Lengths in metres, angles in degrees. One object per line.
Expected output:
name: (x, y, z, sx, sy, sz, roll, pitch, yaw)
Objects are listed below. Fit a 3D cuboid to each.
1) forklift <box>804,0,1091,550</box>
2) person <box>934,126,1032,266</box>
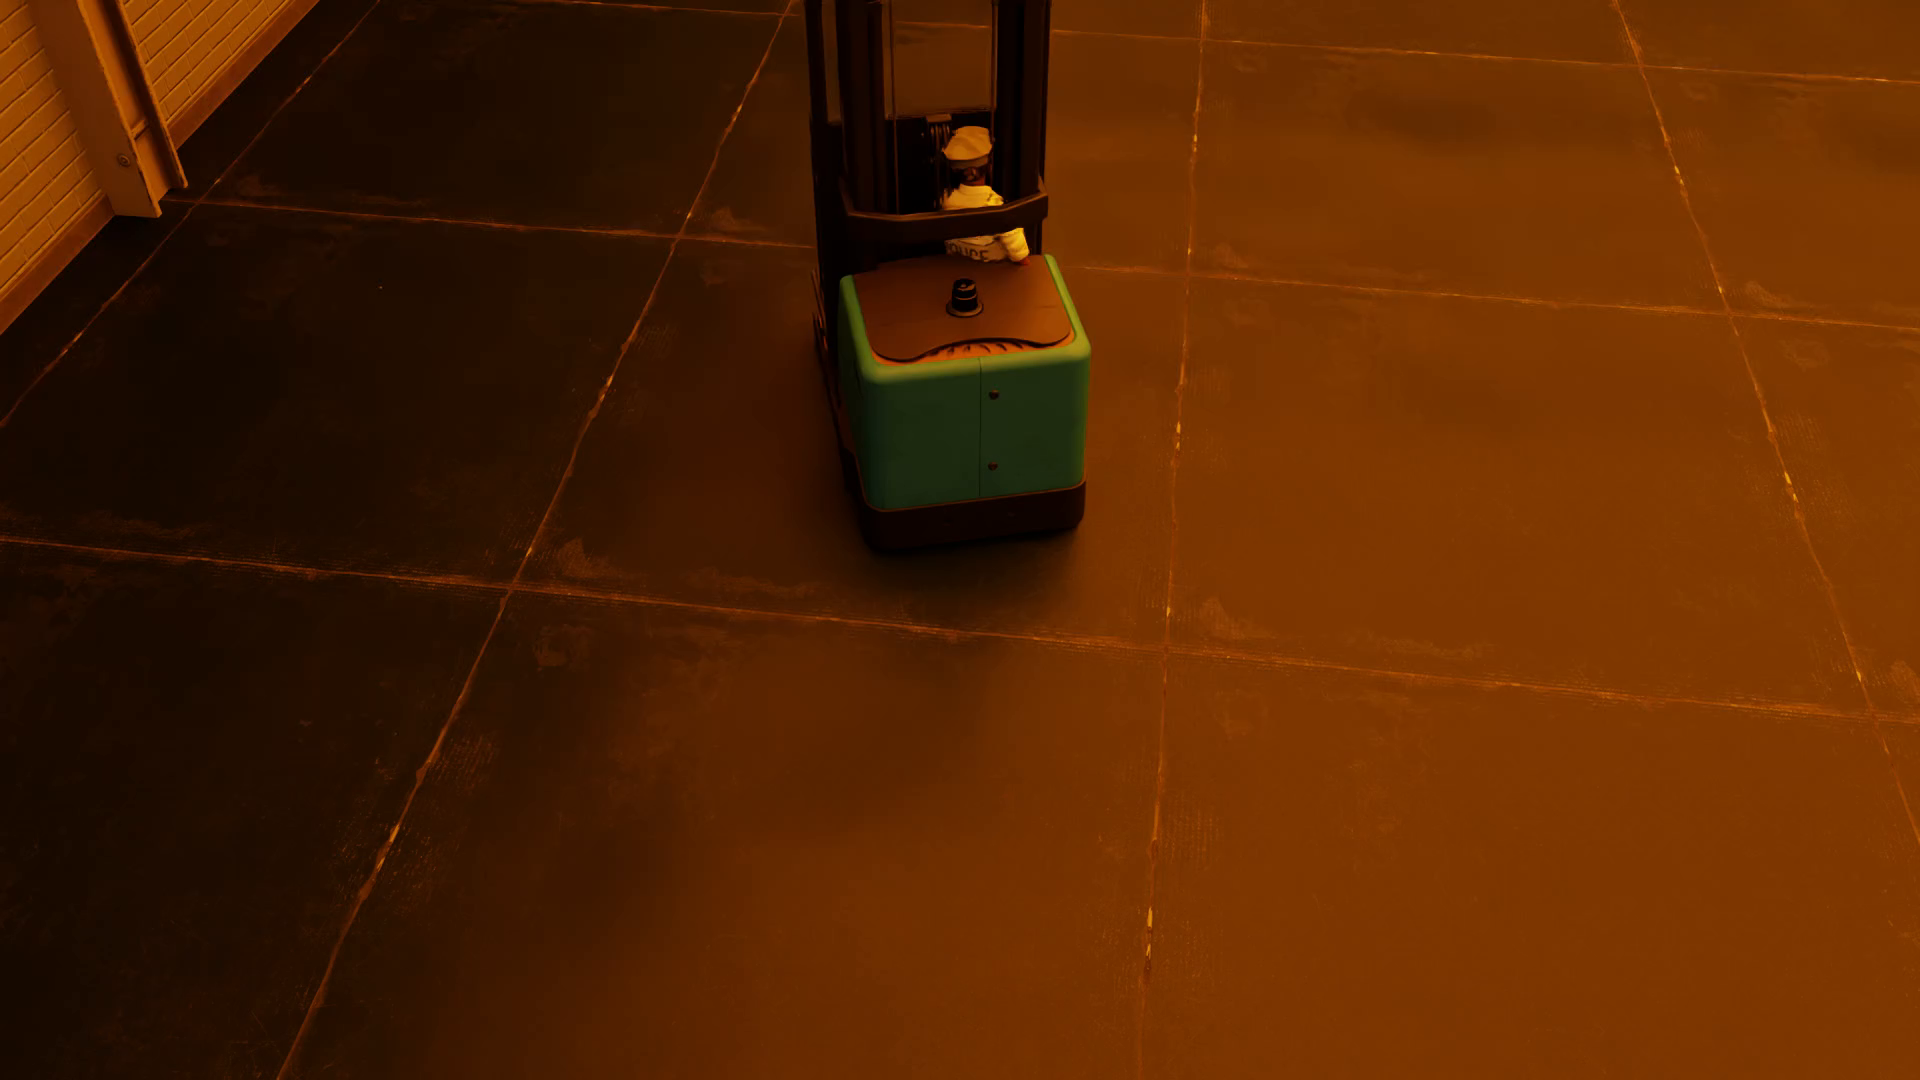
forklift: (-0.186, -2.040, 7.945, 1.130, 2.935, 3.031, -7, 43, -8)
person: (0.150, -1.284, 7.989, 0.731, 1.500, 0.720, 21, 47, 22)
